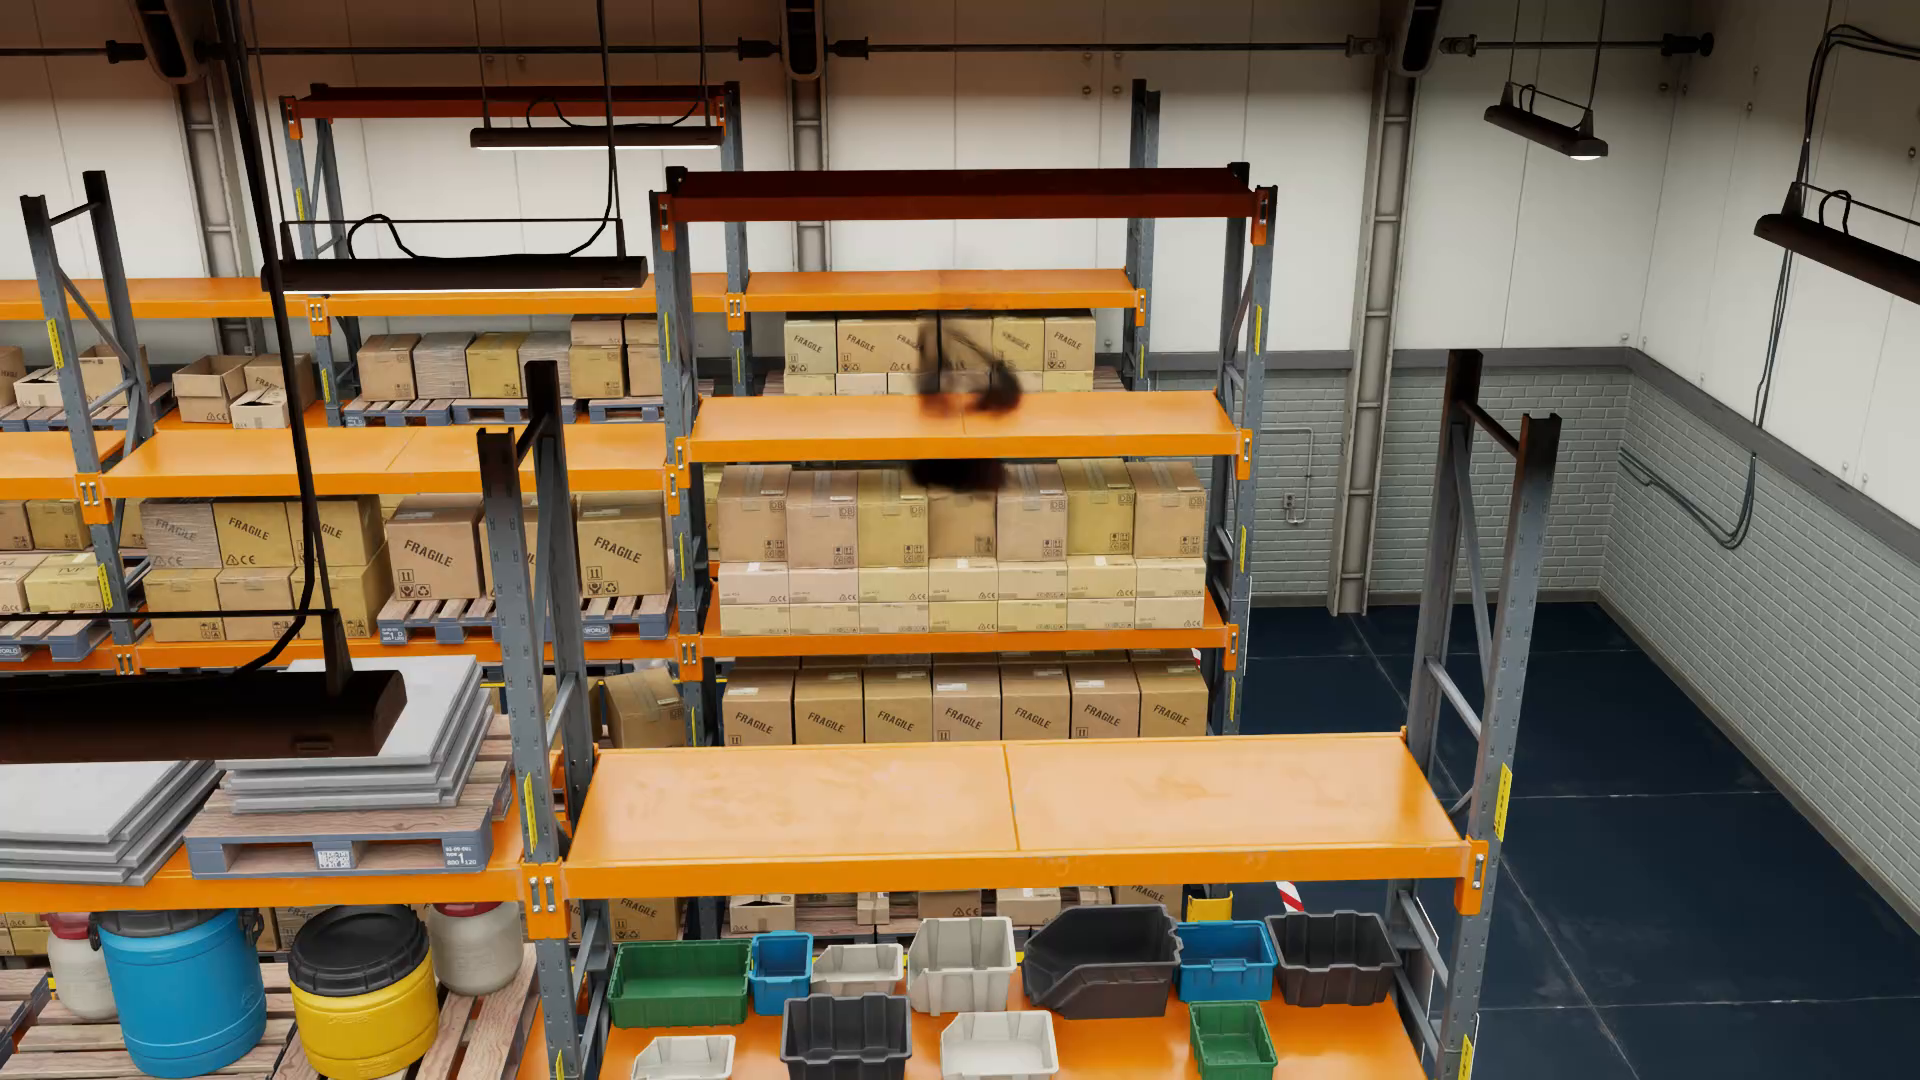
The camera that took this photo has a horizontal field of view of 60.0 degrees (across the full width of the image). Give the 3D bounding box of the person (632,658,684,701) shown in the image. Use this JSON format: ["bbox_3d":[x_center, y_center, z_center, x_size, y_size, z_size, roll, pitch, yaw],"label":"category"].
[{"bbox_3d":[-2.872,1.269,15.665,0.954,1.829,0.728,-4,23,-10],"label":"person"}]
